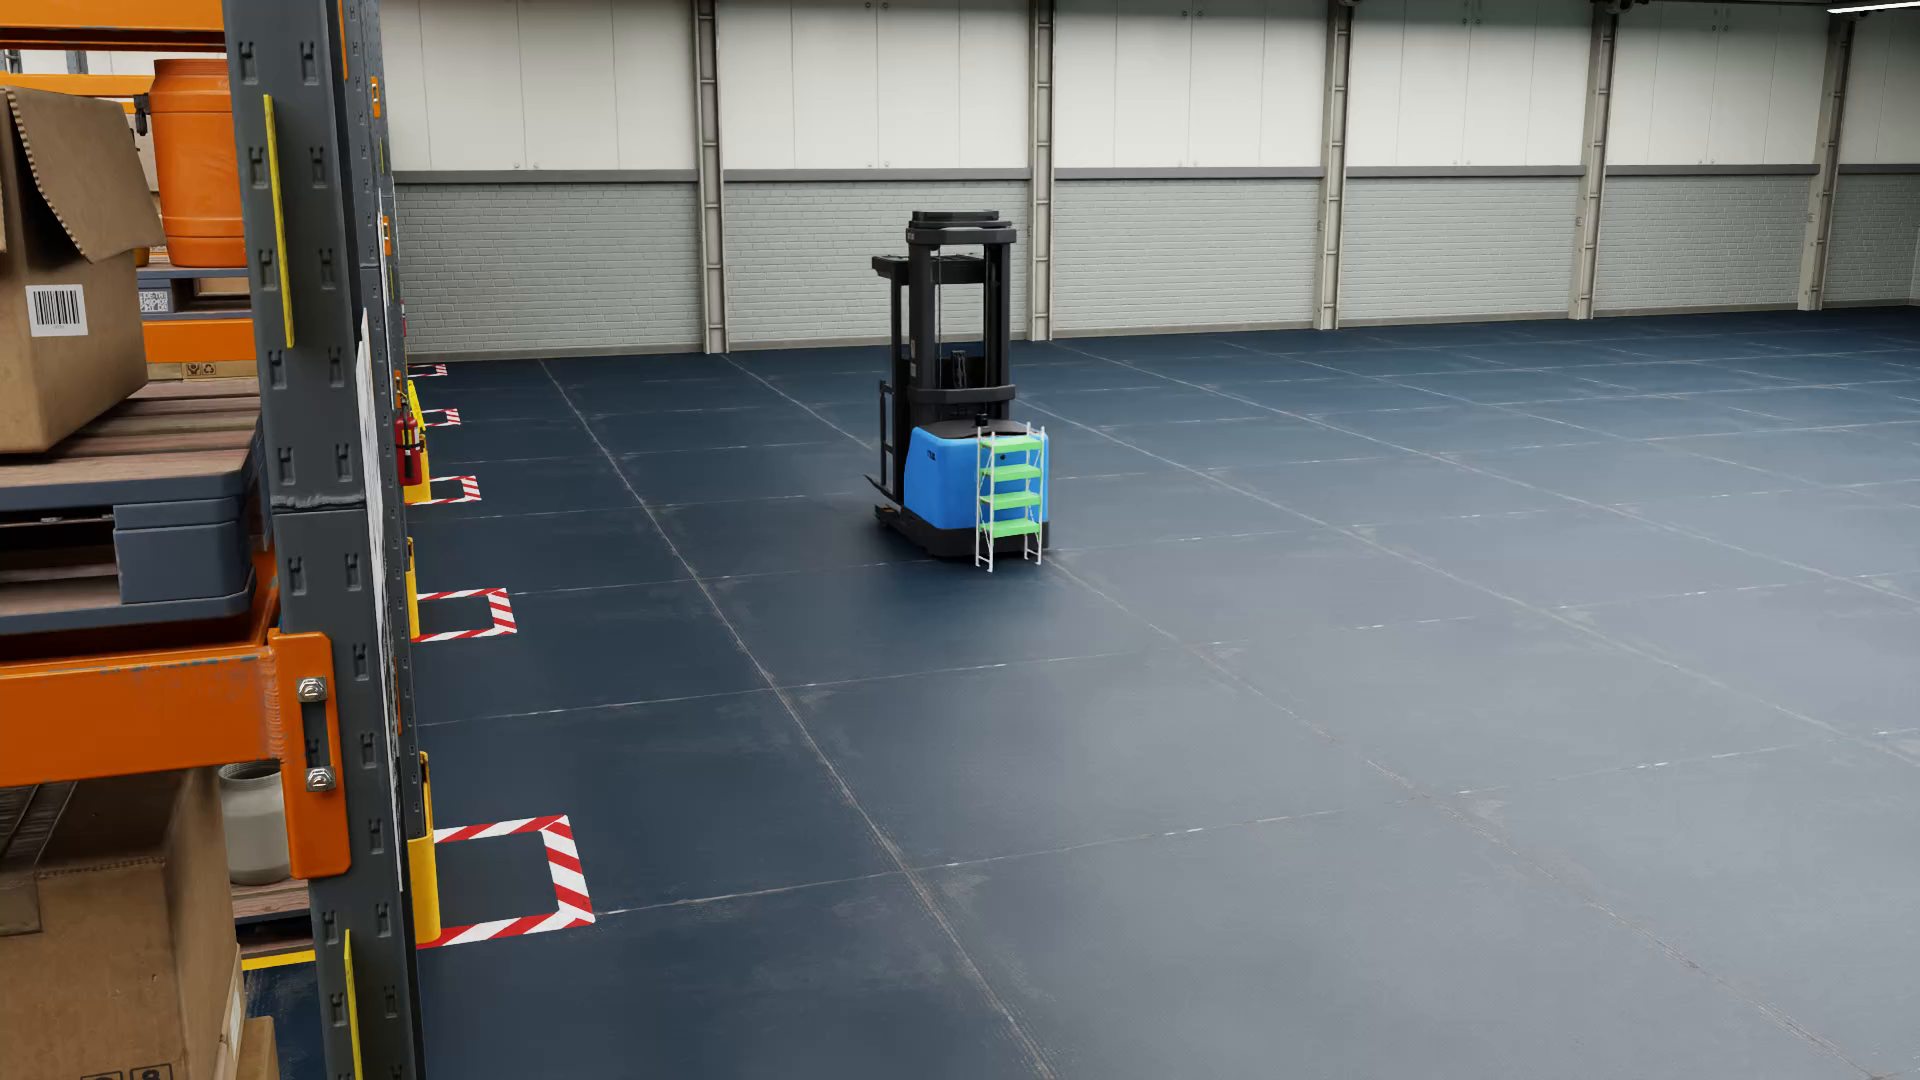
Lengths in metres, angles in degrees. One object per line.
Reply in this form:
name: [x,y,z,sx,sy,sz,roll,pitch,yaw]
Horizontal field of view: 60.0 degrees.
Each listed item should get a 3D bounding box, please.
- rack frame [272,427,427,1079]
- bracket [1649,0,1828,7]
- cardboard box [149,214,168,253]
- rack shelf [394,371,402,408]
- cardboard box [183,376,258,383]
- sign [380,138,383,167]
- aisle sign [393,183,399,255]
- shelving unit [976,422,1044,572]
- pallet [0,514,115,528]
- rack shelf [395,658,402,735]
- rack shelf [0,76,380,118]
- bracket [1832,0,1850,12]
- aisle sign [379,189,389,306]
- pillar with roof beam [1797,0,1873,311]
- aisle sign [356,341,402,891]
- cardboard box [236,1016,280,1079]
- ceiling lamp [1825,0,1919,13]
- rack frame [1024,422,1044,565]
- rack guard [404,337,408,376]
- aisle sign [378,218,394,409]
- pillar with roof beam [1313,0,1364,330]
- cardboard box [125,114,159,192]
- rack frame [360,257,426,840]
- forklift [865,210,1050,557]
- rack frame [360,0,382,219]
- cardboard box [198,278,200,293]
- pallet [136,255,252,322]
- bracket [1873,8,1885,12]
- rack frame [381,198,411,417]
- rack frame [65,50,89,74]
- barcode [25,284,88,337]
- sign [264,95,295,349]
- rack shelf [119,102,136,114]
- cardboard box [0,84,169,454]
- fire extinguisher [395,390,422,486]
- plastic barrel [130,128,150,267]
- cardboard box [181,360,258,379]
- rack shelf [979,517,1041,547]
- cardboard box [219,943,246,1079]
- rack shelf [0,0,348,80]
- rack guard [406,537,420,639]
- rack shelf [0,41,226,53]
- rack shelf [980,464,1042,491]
rack frame: [-1.063,1.310,3.154,0.127,3.000,1.000,-4,14,-18]
bracket: [15.797,-10.856,33.560,4.783,0.066,0.076,-4,14,-18]
cardboard box: [-5.556,-2.085,11.267,0.500,0.250,0.500,-4,14,-17]
rack shelf: [-7.601,-1.461,16.357,4.000,0.370,1.077,-4,14,-18]
cardboard box: [-5.185,-0.959,11.832,0.500,0.500,0.875,-4,14,-18]
sign: [-5.546,-3.690,15.949,0.005,0.325,0.100,-4,14,-18]
aisle sign: [-5.543,-3.163,16.339,0.004,0.787,0.394,-4,14,-18]
shelving unit: [0.421,-0.365,14.071,0.503,1.200,0.258,-8,17,-29]
pallet: [-8.751,-0.346,16.140,1.213,0.211,1.003,-4,14,-18]
rack shelf: [-4.535,0.721,7.185,4.000,0.370,1.077,-4,14,-18]
rack shelf: [-7.601,-4.185,15.709,4.000,0.370,1.077,-4,14,-18]
bracket: [18.239,-11.047,34.359,0.430,0.232,0.235,-4,14,-18]
aisle sign: [-4.065,-2.067,11.731,0.004,0.787,0.394,-4,14,-18]
pillar with roof beam: [19.892,-8.460,31.262,0.548,9.000,9.100,-4,14,-18]
aisle sign: [-0.908,0.105,2.603,0.004,0.787,0.394,-4,14,-18]
cardboard box: [-1.510,1.293,3.010,0.500,0.500,0.700,-4,14,-18]
ceiling lamp: [16.372,-10.917,28.978,0.800,3.185,2.000,-4,14,-18]
rack frame: [0.632,-0.394,14.191,0.015,1.200,0.240,-8,17,-29]
rack guard: [-8.944,-2.911,26.299,0.348,0.500,1.175,-4,14,-18]
aisle sign: [-2.477,-0.982,7.170,0.004,0.787,0.394,-4,14,-18]
pillar with roof beam: [8.519,-7.574,27.539,0.548,9.000,9.100,-4,14,-18]
cardboard box: [-5.608,-2.589,11.124,0.500,0.500,0.500,-4,14,-18]
rack frame: [-2.640,0.223,7.723,0.127,3.000,1.000,-4,14,-18]
forklift: [-0.170,-1.577,15.440,1.130,2.935,3.031,-4,14,-18]
rack frame: [-4.219,-3.782,11.595,0.127,3.000,1.000,-4,14,-18]
cardboard box: [-7.596,-2.398,16.084,0.500,0.550,0.875,-4,14,-18]
pallet: [-3.455,-1.105,7.231,1.213,0.211,1.003,-4,14,-18]
bracket: [19.026,-11.108,34.617,0.430,0.232,0.235,-4,14,-18]
rack frame: [-5.706,-1.958,16.894,0.127,3.000,1.000,-4,14,-18]
rack frame: [-12.758,-6.748,24.067,0.127,3.000,1.000,-4,14,-18]
barcode: [-1.196,-0.304,2.202,0.075,0.075,0.001,-4,14,-18]
sign: [-0.904,-0.422,2.209,0.005,0.325,0.100,-4,14,-18]
rack shelf: [-10.862,-6.351,24.817,4.000,0.370,1.077,-4,14,-18]
cardboard box: [-1.609,-0.431,2.556,0.637,0.503,0.797,-3,14,-14]
fire extinguisher: [-3.964,-0.733,11.909,0.183,0.674,0.296,-4,14,-18]
plastic barrel: [-3.680,-1.420,6.834,0.600,0.588,0.600,0,13,0]
cardboard box: [-5.134,-1.410,11.569,0.500,0.500,0.500,-4,14,-18]
rack shelf: [0.418,-0.071,14.147,0.480,0.148,0.258,-8,17,-29]
cardboard box: [-1.504,0.927,3.144,0.250,0.149,0.380,-5,14,-18]
rack shelf: [-4.535,-2.003,6.537,4.000,0.370,1.077,-4,14,-18]
rack guard: [-4.291,0.359,12.555,0.348,0.500,1.175,-4,14,-18]
rack shelf: [-6.115,-3.283,11.058,4.000,0.370,1.077,-4,14,-18]
rack shelf: [0.423,-0.535,14.027,0.480,0.148,0.258,-8,17,-29]
